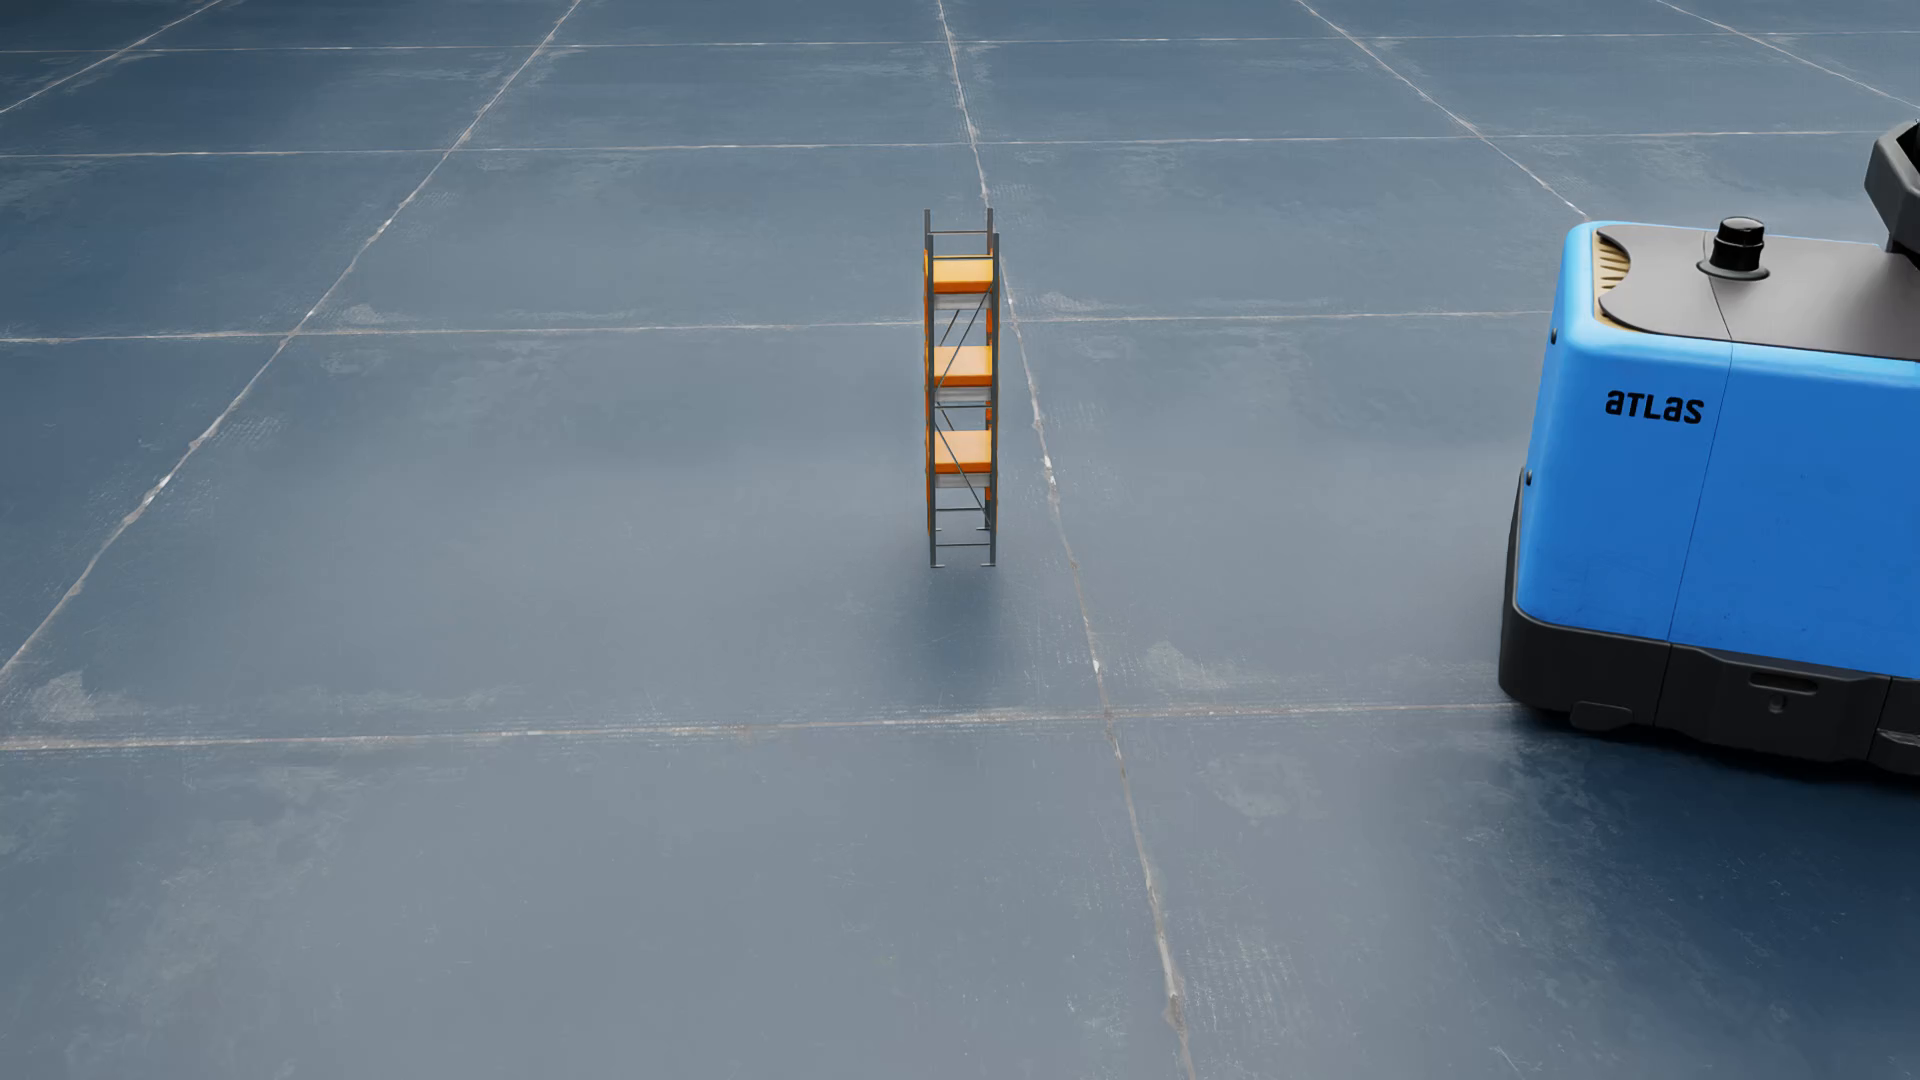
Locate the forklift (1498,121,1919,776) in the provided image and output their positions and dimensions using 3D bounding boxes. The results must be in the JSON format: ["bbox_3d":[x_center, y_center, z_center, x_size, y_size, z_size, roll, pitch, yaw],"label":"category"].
[{"bbox_3d":[2.989,-0.832,3.676,3.031,2.935,1.130,9,29,16],"label":"forklift"}]

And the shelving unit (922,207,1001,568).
[{"bbox_3d":[0.003,-0.441,4.960,0.215,1.050,0.252,-1,28,-3],"label":"shelving unit"}]

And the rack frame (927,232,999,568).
[{"bbox_3d":[0.009,-0.384,4.852,0.200,1.050,0.008,-1,28,-3],"label":"rack frame"}]

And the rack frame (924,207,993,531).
[{"bbox_3d":[-0.004,-0.497,5.068,0.200,1.050,0.008,-1,28,-3],"label":"rack frame"}]

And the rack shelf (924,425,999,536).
[{"bbox_3d":[0.003,-0.185,5.093,0.215,0.259,0.240,-1,28,-3],"label":"rack shelf"}]

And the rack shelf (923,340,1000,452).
[{"bbox_3d":[0.003,-0.431,4.965,0.215,0.259,0.240,-1,28,-3],"label":"rack shelf"}]

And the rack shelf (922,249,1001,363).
[{"bbox_3d":[0.003,-0.683,4.834,0.215,0.259,0.240,-1,28,-3],"label":"rack shelf"}]
